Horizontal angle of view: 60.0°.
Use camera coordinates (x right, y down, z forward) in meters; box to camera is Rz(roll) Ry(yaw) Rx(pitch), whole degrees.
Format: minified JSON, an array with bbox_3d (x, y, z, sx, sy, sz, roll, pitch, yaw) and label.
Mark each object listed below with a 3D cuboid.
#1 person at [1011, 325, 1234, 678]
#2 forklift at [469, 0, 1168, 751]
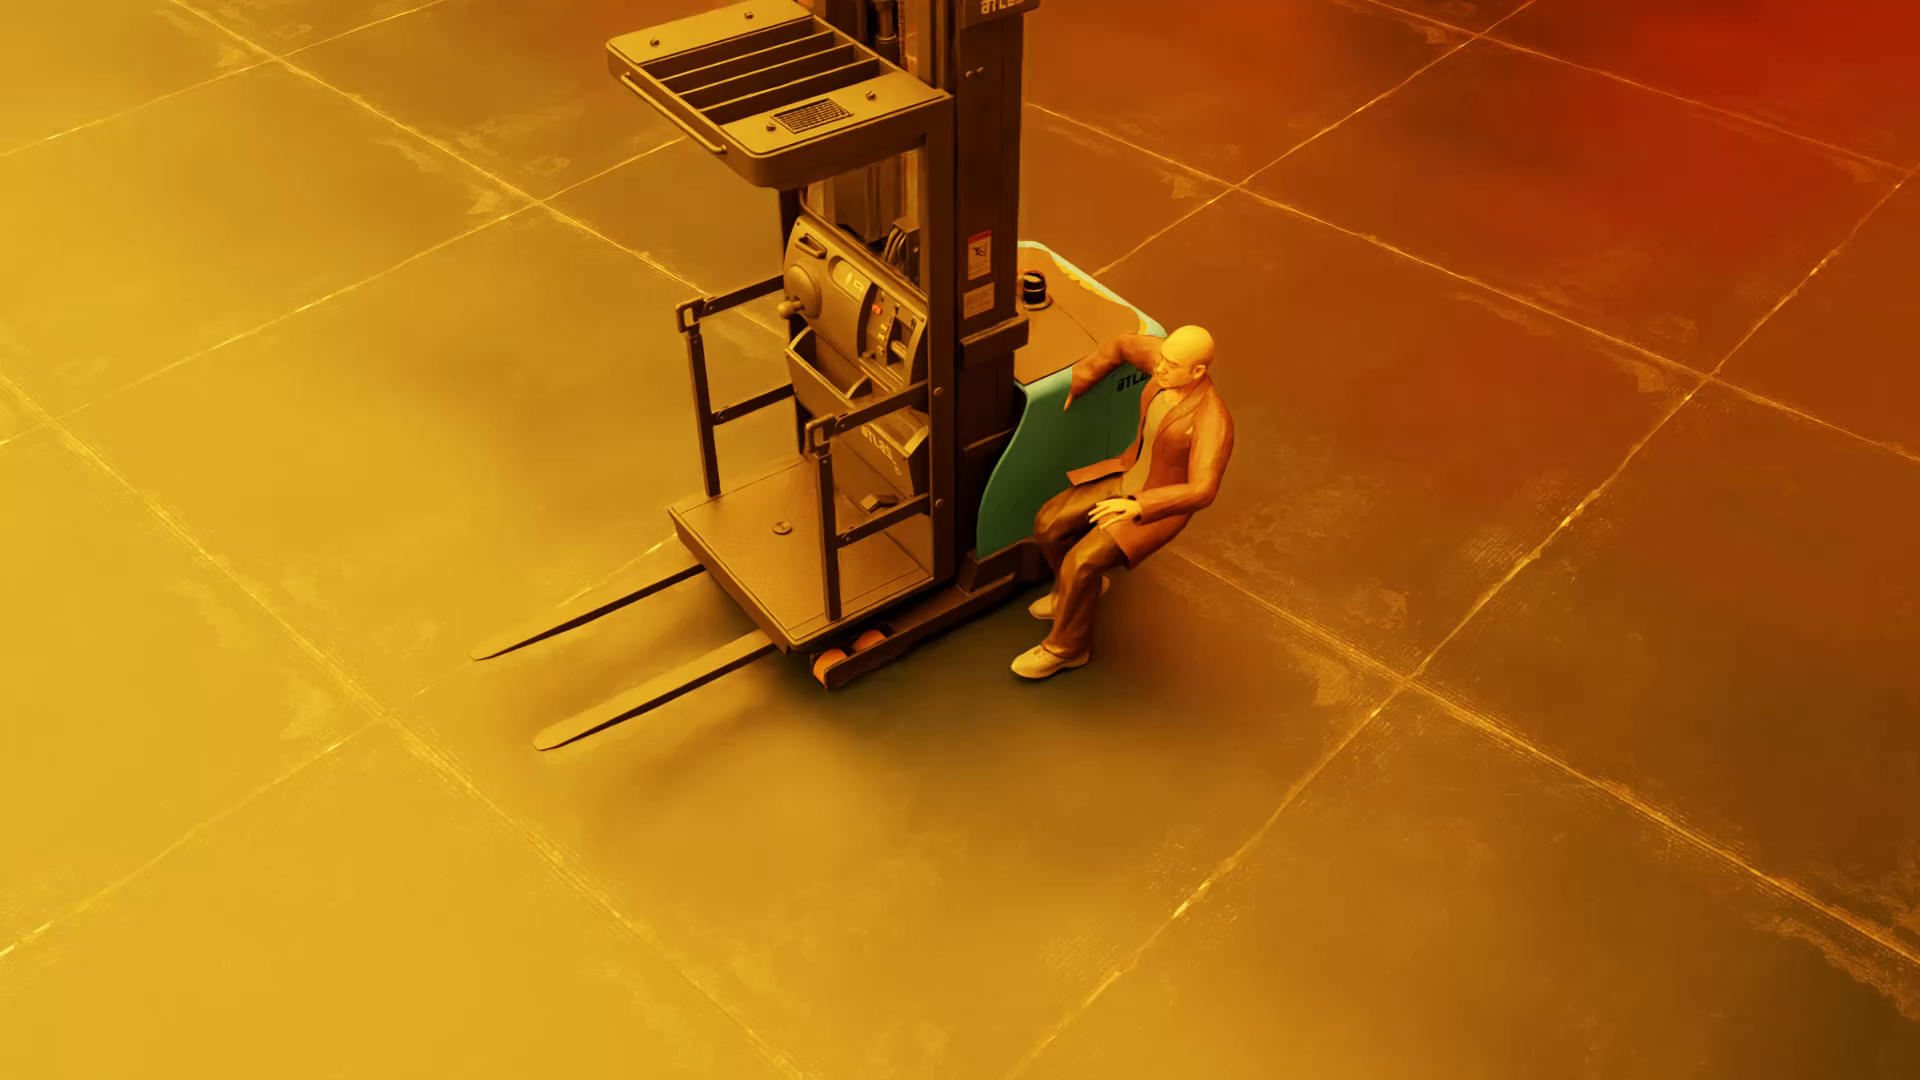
[{"bbox_3d":[0.580,-0.167,6.707,0.913,1.537,1.037,-21,45,-23],"label":"person"},{"bbox_3d":[-0.589,-0.885,6.460,3.031,2.935,1.130,-25,47,-26],"label":"forklift"}]
